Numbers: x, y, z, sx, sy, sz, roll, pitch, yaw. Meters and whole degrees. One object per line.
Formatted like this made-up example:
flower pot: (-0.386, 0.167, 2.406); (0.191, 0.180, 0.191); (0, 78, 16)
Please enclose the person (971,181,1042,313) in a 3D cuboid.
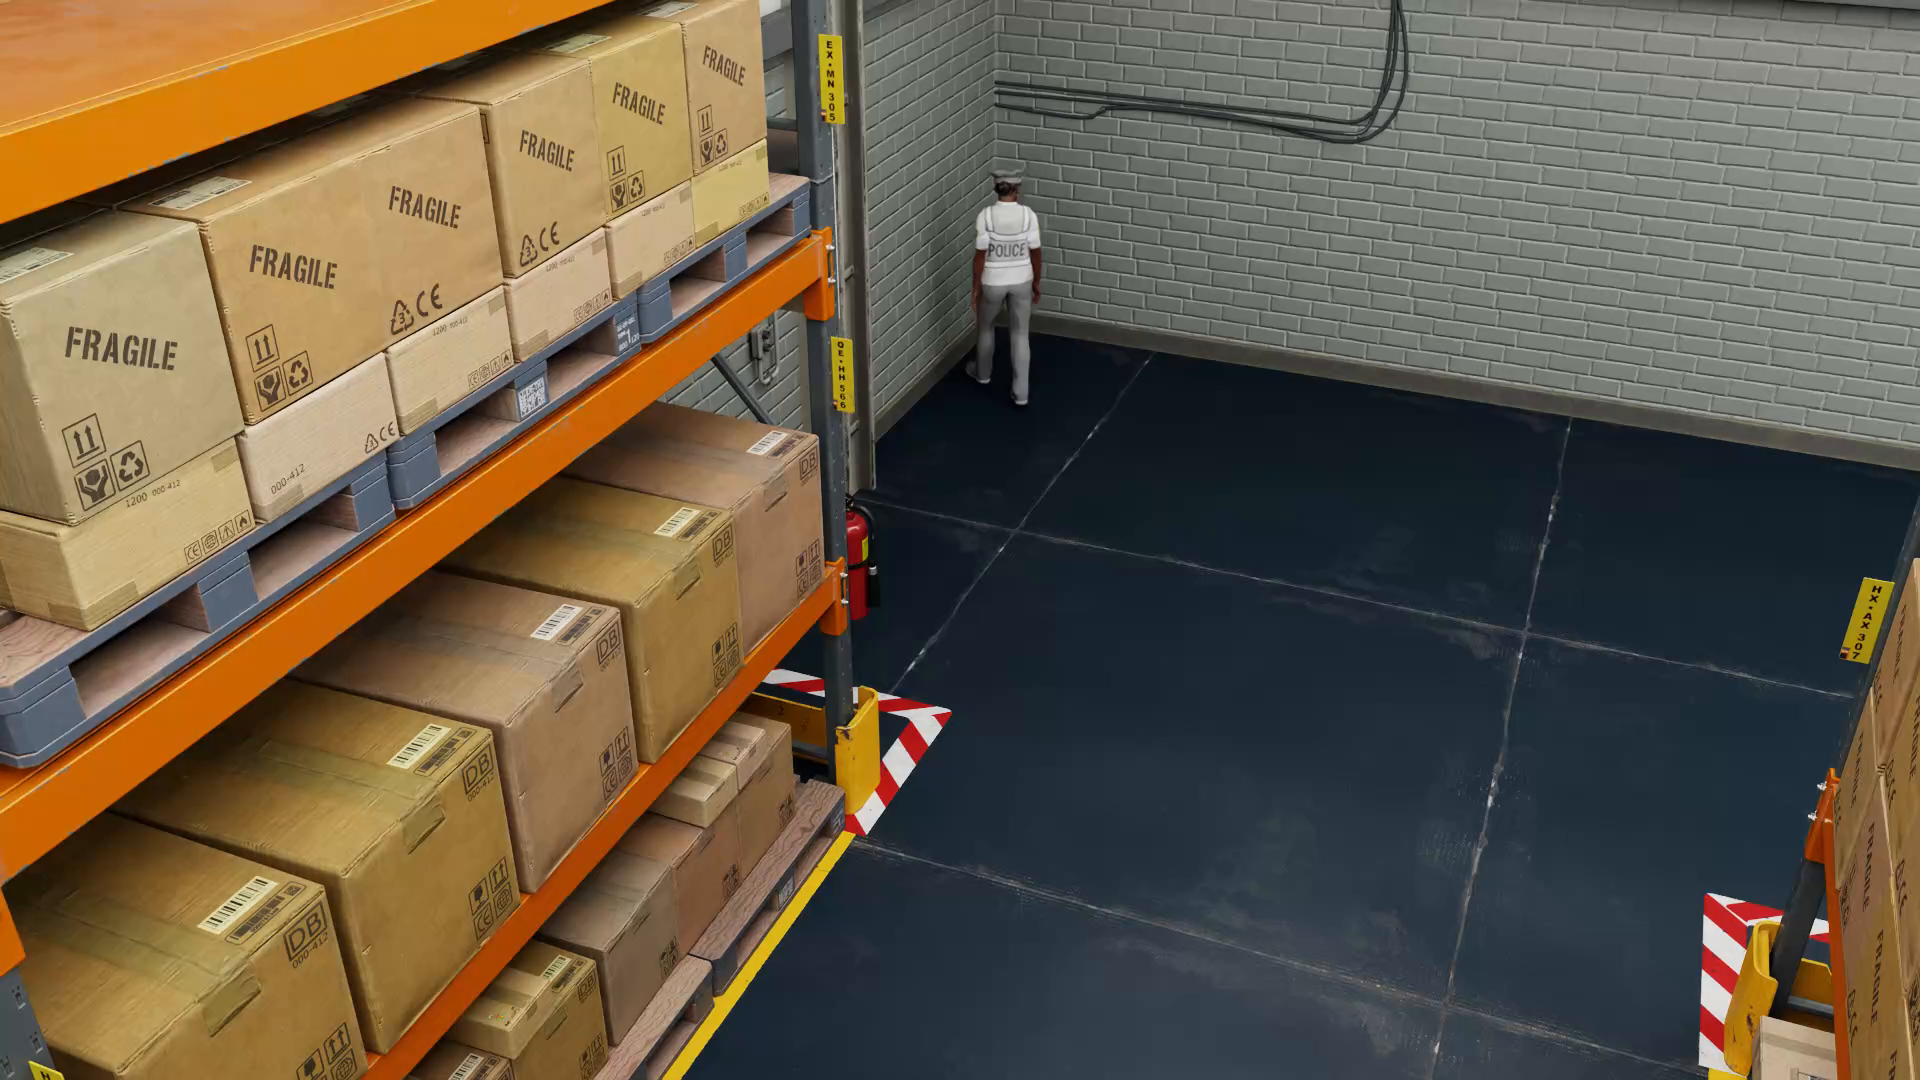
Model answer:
person: (0.315, -2.028, 11.271); (0.496, 0.975, 0.329); (-4, 30, -7)
